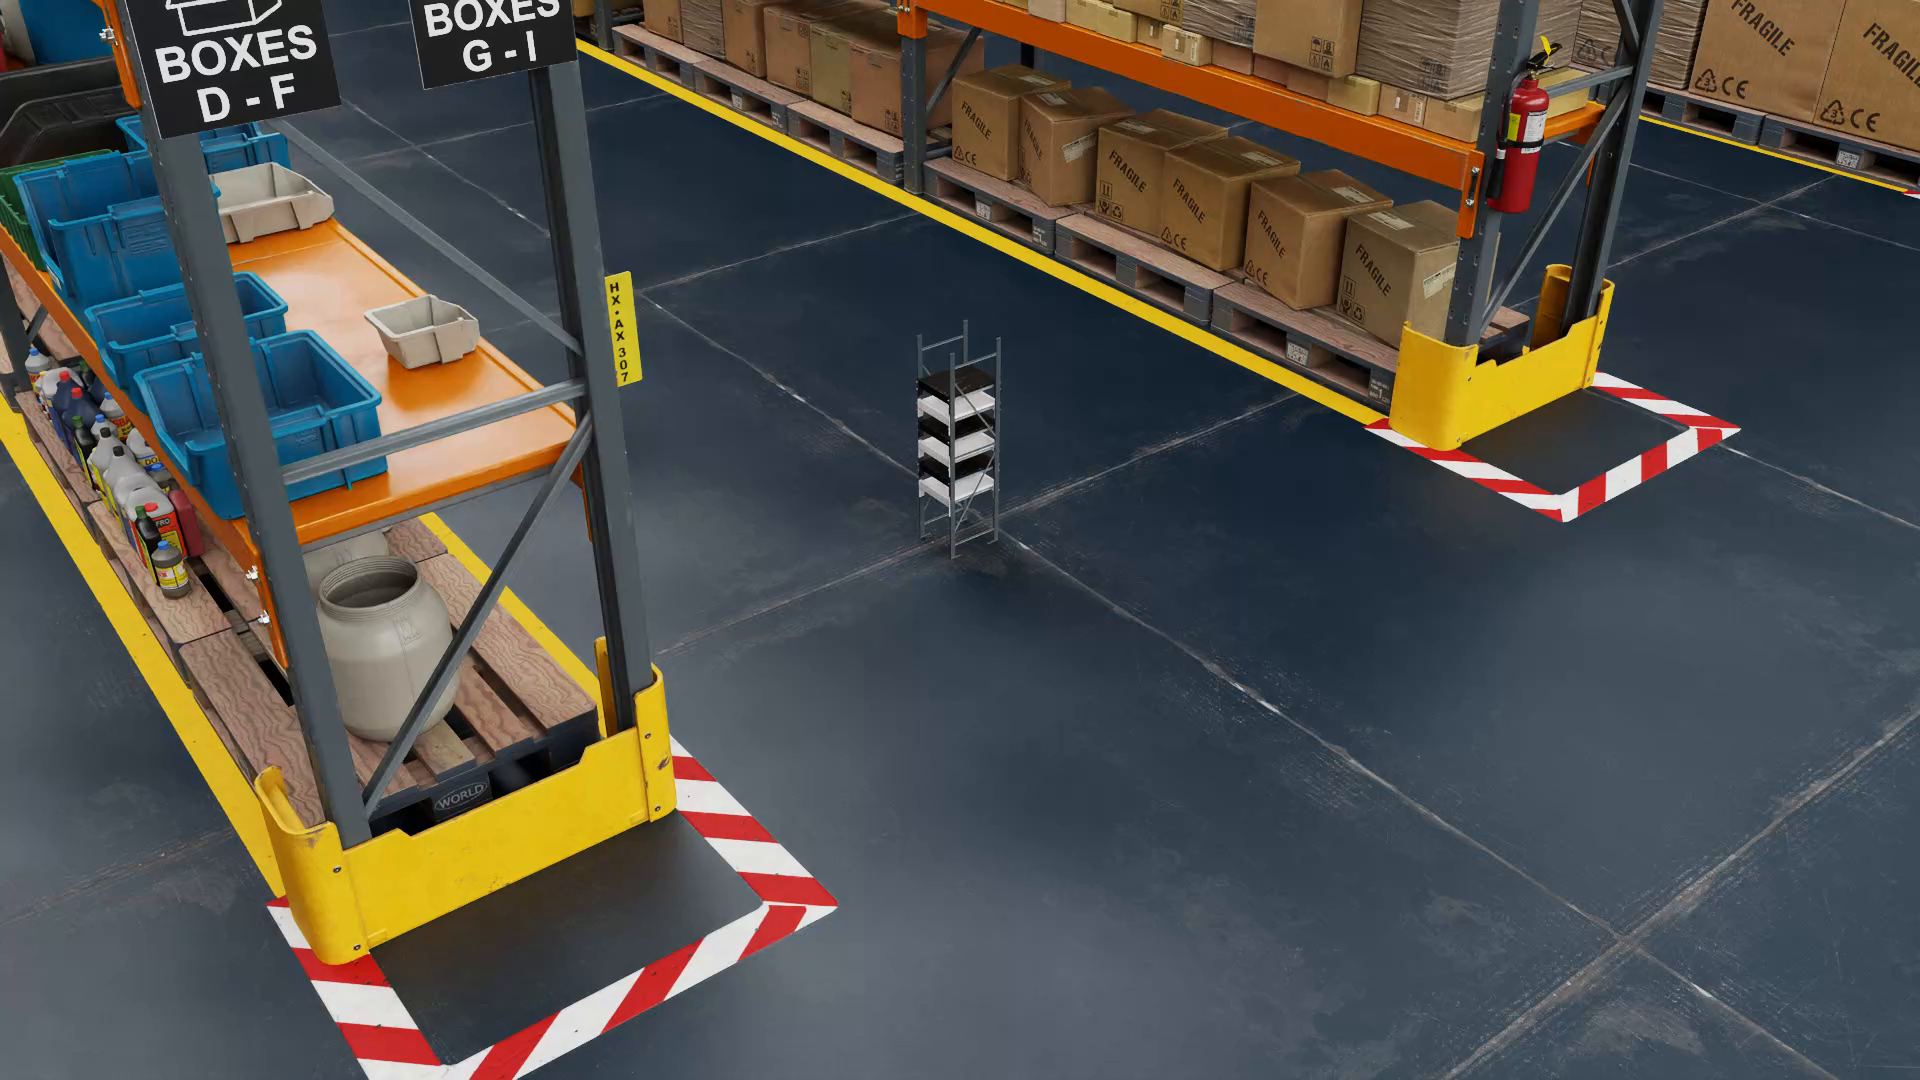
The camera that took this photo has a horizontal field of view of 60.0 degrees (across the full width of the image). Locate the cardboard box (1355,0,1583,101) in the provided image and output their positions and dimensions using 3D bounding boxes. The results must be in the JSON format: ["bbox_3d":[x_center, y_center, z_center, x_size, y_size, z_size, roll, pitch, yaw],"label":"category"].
[{"bbox_3d":[2.225,-2.291,7.219,0.875,0.500,0.500,-22,38,-31],"label":"cardboard box"}]

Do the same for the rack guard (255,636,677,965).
[{"bbox_3d":[-1.456,0.764,5.046,1.175,0.500,0.348,-22,38,-31],"label":"rack guard"}]

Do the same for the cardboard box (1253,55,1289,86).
[{"bbox_3d":[1.594,-2.248,7.764,0.380,0.149,0.250,-22,38,-31],"label":"cardboard box"}]

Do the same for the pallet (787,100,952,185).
[{"bbox_3d":[-0.391,-2.690,10.882,1.003,0.211,1.213,-22,38,-31],"label":"pallet"}]

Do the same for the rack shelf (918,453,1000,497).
[{"bbox_3d":[-0.005,-0.281,6.583,0.258,0.077,0.200,-22,38,-31],"label":"rack shelf"}]

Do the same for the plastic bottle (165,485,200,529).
[{"bbox_3d":[-2.976,-0.123,6.340,0.097,0.201,0.097,0,32,0],"label":"plastic bottle"}]

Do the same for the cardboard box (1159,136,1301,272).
[{"bbox_3d":[1.408,-1.771,8.730,0.500,0.500,0.500,-19,36,-27],"label":"cardboard box"}]

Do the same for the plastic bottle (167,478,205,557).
[{"bbox_3d":[-2.894,-0.087,6.204,0.061,0.283,0.133,-22,38,-31],"label":"plastic bottle"}]

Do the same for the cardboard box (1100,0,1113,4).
[{"bbox_3d":[0.979,-3.117,8.548,0.875,0.500,0.500,-22,38,-31],"label":"cardboard box"}]

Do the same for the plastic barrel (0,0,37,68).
[{"bbox_3d":[-4.238,-2.476,7.765,0.433,0.535,0.433,0,32,0],"label":"plastic barrel"}]

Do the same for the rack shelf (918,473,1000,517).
[{"bbox_3d":[-0.005,-0.204,6.631,0.258,0.077,0.200,-22,38,-31],"label":"rack shelf"}]

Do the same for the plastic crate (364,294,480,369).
[{"bbox_3d":[-1.667,-0.646,5.198,0.298,0.136,0.250,-22,38,-31],"label":"plastic crate"}]

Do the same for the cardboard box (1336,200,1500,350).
[{"bbox_3d":[2.171,-1.266,7.917,0.500,0.500,0.500,-15,35,-23],"label":"cardboard box"}]

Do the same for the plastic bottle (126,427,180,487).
[{"bbox_3d":[-3.180,-0.310,6.571,0.152,0.276,0.135,-22,38,-31],"label":"plastic bottle"}]

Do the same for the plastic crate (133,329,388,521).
[{"bbox_3d":[-1.915,-0.330,4.579,0.499,0.251,0.616,-22,38,-31],"label":"plastic crate"}]

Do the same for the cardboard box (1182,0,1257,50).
[{"bbox_3d":[1.551,-2.683,7.850,0.875,0.500,0.500,-22,38,-31],"label":"cardboard box"}]

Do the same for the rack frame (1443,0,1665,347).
[{"bbox_3d":[2.540,-1.884,6.940,1.000,3.000,0.127,-22,38,-31],"label":"rack frame"}]

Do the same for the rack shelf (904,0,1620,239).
[{"bbox_3d":[1.314,-2.412,8.472,1.077,0.370,4.000,-22,38,-31],"label":"rack shelf"}]

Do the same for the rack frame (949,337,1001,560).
[{"bbox_3d":[0.057,-0.343,6.450,0.240,0.900,0.006,-22,38,-31],"label":"rack frame"}]

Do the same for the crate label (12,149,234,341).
[{"bbox_3d":[-2.714,-0.976,5.445,0.502,0.435,0.616,-22,38,-31],"label":"crate label"}]

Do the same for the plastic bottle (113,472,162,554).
[{"bbox_3d":[-3.063,-0.107,6.243,0.152,0.276,0.135,-23,39,-33],"label":"plastic bottle"}]

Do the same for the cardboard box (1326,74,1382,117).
[{"bbox_3d":[1.856,-2.021,7.399,0.380,0.149,0.250,-22,38,-31],"label":"cardboard box"}]

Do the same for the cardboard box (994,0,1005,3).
[{"bbox_3d":[0.300,-3.054,9.062,0.380,0.149,0.250,-22,38,-31],"label":"cardboard box"}]

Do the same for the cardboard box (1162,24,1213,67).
[{"bbox_3d":[1.200,-2.420,8.042,0.380,0.149,0.250,-22,38,-31],"label":"cardboard box"}]

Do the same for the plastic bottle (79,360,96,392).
[{"bbox_3d":[-3.672,-0.616,7.056,0.061,0.283,0.133,-22,38,-31],"label":"plastic bottle"}]

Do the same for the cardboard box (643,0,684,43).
[{"bbox_3d":[-1.939,-4.070,12.413,0.700,0.500,0.500,-25,39,-34],"label":"cardboard box"}]

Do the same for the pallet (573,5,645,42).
[{"bbox_3d":[-2.789,-4.386,13.612,1.003,0.211,1.213,-22,38,-31],"label":"pallet"}]

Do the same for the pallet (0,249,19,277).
[{"bbox_3d":[-5.090,-1.587,9.106,1.003,0.211,1.213,-22,38,-31],"label":"pallet"}]

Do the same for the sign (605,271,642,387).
[{"bbox_3d":[-0.935,-0.575,4.571,0.100,0.325,0.005,-22,38,-31],"label":"sign"}]

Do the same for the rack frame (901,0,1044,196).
[{"bbox_3d":[0.087,-3.551,9.624,1.000,3.000,0.127,-22,38,-31],"label":"rack frame"}]

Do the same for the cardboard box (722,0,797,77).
[{"bbox_3d":[-1.235,-3.609,11.670,0.700,0.500,0.500,-19,37,-28],"label":"cardboard box"}]

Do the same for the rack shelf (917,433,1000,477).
[{"bbox_3d":[-0.005,-0.357,6.536,0.258,0.077,0.200,-22,38,-31],"label":"rack shelf"}]

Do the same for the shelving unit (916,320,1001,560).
[{"bbox_3d":[-0.005,-0.386,6.518,0.258,0.900,0.210,-22,38,-31],"label":"shelving unit"}]

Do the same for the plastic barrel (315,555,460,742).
[{"bbox_3d":[-1.836,0.347,5.307,0.421,0.512,0.421,0,32,0],"label":"plastic barrel"}]

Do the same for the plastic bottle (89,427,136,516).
[{"bbox_3d":[-3.281,-0.284,6.457,0.144,0.351,0.185,-23,38,-32],"label":"plastic bottle"}]

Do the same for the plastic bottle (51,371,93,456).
[{"bbox_3d":[-3.658,-0.539,6.869,0.144,0.351,0.185,-21,38,-30],"label":"plastic bottle"}]

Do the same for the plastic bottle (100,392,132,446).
[{"bbox_3d":[-3.474,-0.484,6.856,0.097,0.271,0.097,0,32,0],"label":"plastic bottle"}]

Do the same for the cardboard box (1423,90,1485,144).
[{"bbox_3d":[2.202,-1.829,7.090,0.380,0.149,0.250,-22,38,-31],"label":"cardboard box"}]

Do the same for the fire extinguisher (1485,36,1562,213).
[{"bbox_3d":[2.246,-1.654,6.644,0.296,0.674,0.183,-22,38,-31],"label":"fire extinguisher"}]

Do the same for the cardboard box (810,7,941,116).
[{"bbox_3d":[-0.550,-3.144,10.921,0.700,0.500,0.500,-23,38,-32],"label":"cardboard box"}]

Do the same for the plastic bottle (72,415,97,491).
[{"bbox_3d":[-3.474,-0.350,6.628,0.061,0.283,0.133,-20,37,-29],"label":"plastic bottle"}]

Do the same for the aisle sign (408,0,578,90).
[{"bbox_3d":[-1.097,-1.451,3.779,0.394,0.787,0.004,-22,38,-31],"label":"aisle sign"}]

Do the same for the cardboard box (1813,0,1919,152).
[{"bbox_3d":[6.052,-2.984,10.326,0.875,0.875,0.875,-22,38,-31],"label":"cardboard box"}]

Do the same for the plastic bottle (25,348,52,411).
[{"bbox_3d":[-3.976,-0.702,7.206,0.097,0.271,0.097,0,32,0],"label":"plastic bottle"}]

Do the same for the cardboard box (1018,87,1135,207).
[{"bbox_3d":[0.658,-2.252,9.503,0.500,0.500,0.500,-11,33,-16],"label":"cardboard box"}]

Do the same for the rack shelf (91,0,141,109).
[{"bbox_3d":[-2.599,-2.084,5.101,1.077,0.370,4.000,-22,38,-31],"label":"rack shelf"}]

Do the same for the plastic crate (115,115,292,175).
[{"bbox_3d":[-2.932,-1.512,6.482,0.499,0.251,0.616,-22,38,-31],"label":"plastic crate"}]

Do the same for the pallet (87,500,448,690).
[{"bbox_3d":[-2.694,0.038,6.488,1.003,0.211,1.213,-22,38,-31],"label":"pallet"}]

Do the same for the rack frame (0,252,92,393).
[{"bbox_3d":[-3.825,-1.948,7.044,1.000,3.000,0.127,-22,38,-31],"label":"rack frame"}]

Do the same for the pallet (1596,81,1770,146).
[{"bbox_3d":[5.224,-3.078,11.506,1.003,0.211,1.213,-22,38,-31],"label":"pallet"}]

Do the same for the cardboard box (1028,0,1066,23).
[{"bbox_3d":[0.581,-2.835,8.710,0.380,0.149,0.250,-22,38,-31],"label":"cardboard box"}]

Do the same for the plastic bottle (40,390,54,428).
[{"bbox_3d":[-3.851,-0.587,7.088,0.097,0.201,0.097,0,32,0],"label":"plastic bottle"}]

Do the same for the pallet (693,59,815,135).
[{"bbox_3d":[-1.143,-3.199,11.701,1.003,0.211,1.213,-22,38,-31],"label":"pallet"}]

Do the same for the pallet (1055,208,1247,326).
[{"bbox_3d":[1.279,-1.589,9.109,1.003,0.211,1.213,-22,38,-31],"label":"pallet"}]

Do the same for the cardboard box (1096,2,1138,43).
[{"bbox_3d":[0.912,-2.636,8.390,0.380,0.149,0.250,-22,38,-31],"label":"cardboard box"}]

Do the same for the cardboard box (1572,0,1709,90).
[{"bbox_3d":[4.954,-3.730,11.529,0.875,0.875,0.875,-22,38,-31],"label":"cardboard box"}]

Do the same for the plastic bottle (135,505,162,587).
[{"bbox_3d":[-2.931,0.019,6.034,0.061,0.283,0.133,-21,38,-30],"label":"plastic bottle"}]
